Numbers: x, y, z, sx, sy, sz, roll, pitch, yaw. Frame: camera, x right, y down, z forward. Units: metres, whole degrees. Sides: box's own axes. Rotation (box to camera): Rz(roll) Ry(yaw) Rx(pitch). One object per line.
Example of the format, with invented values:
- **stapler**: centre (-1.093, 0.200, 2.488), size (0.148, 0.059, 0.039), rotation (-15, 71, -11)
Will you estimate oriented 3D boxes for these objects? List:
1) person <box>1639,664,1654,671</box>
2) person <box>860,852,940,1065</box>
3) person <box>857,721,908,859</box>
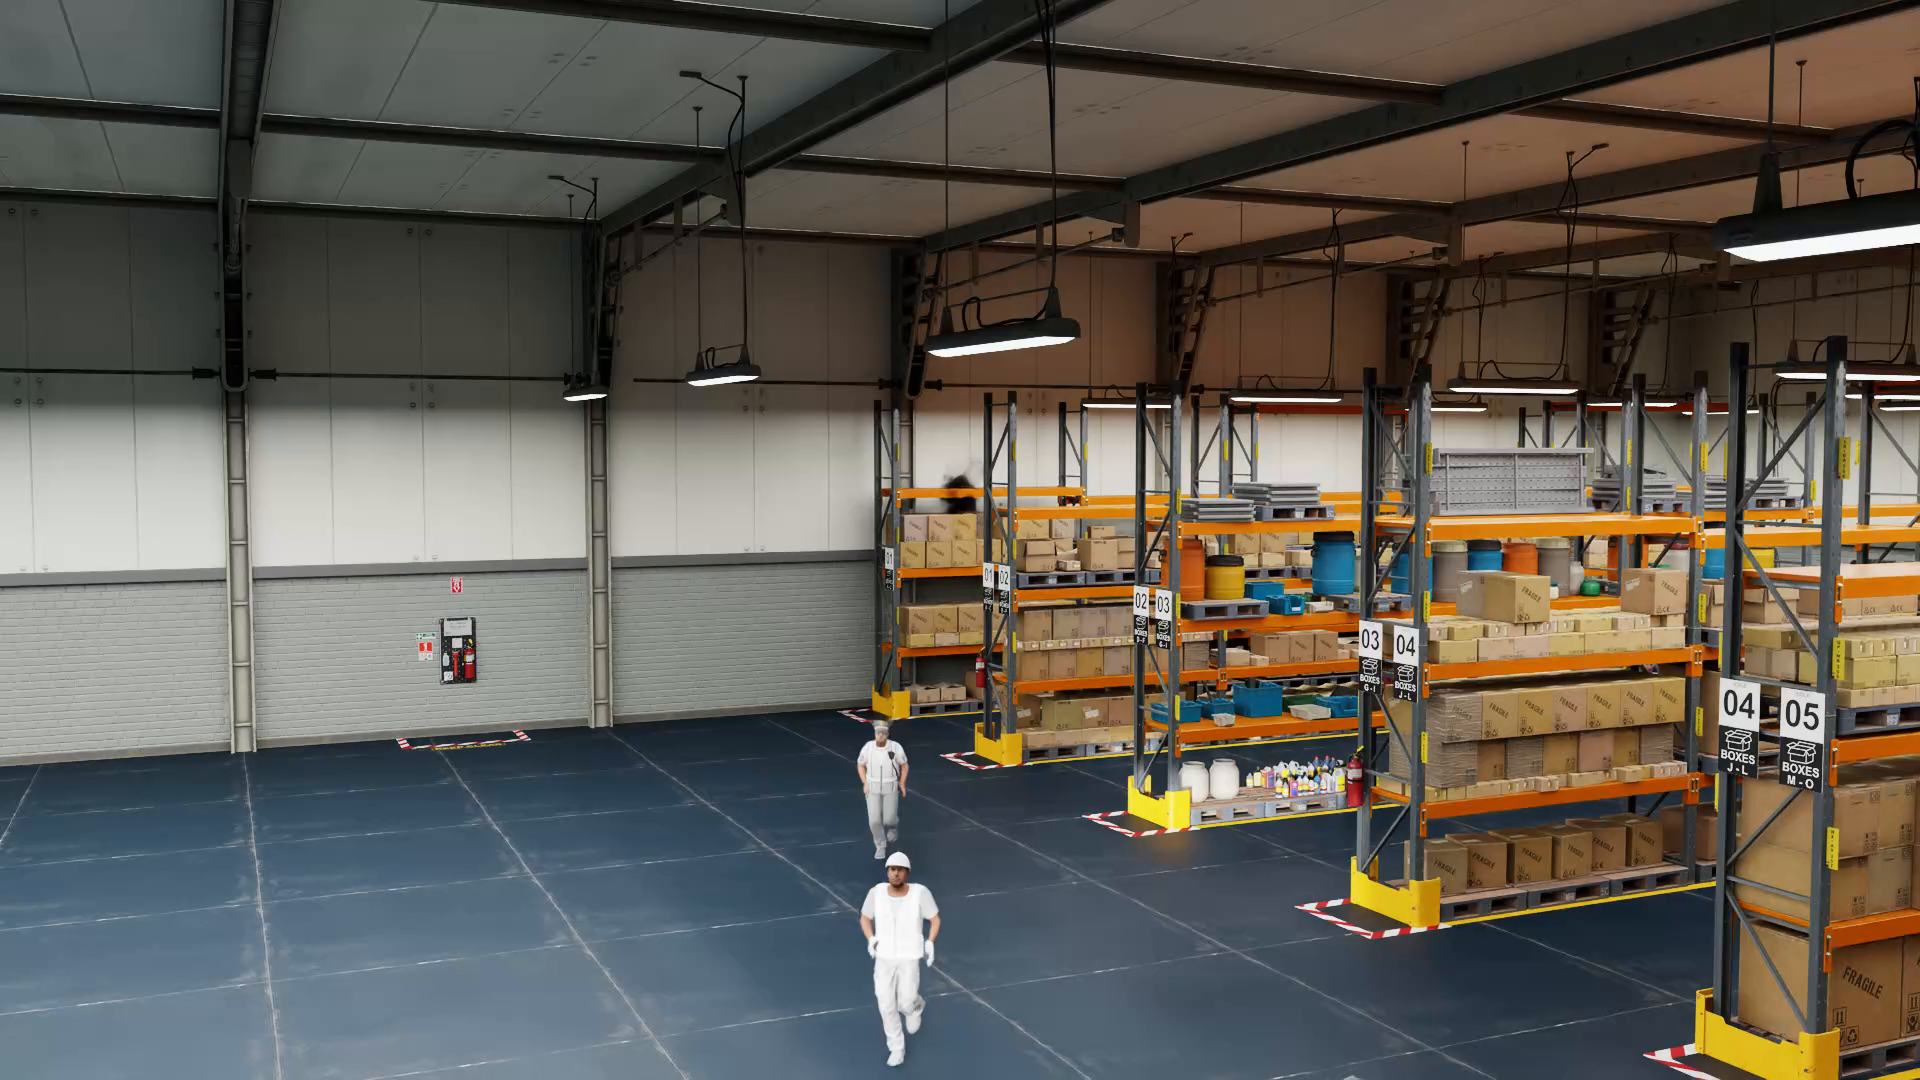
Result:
- **person**: centre (12.616, 2.524, 30.202), size (0.777, 1.831, 0.672), rotation (-3, 4, -40)
- **person**: centre (-0.516, 3.486, 14.000), size (0.685, 1.739, 0.605), rotation (0, 3, 8)
- **person**: centre (-0.970, 3.101, 20.859), size (0.645, 1.727, 0.633), rotation (0, 3, 2)
